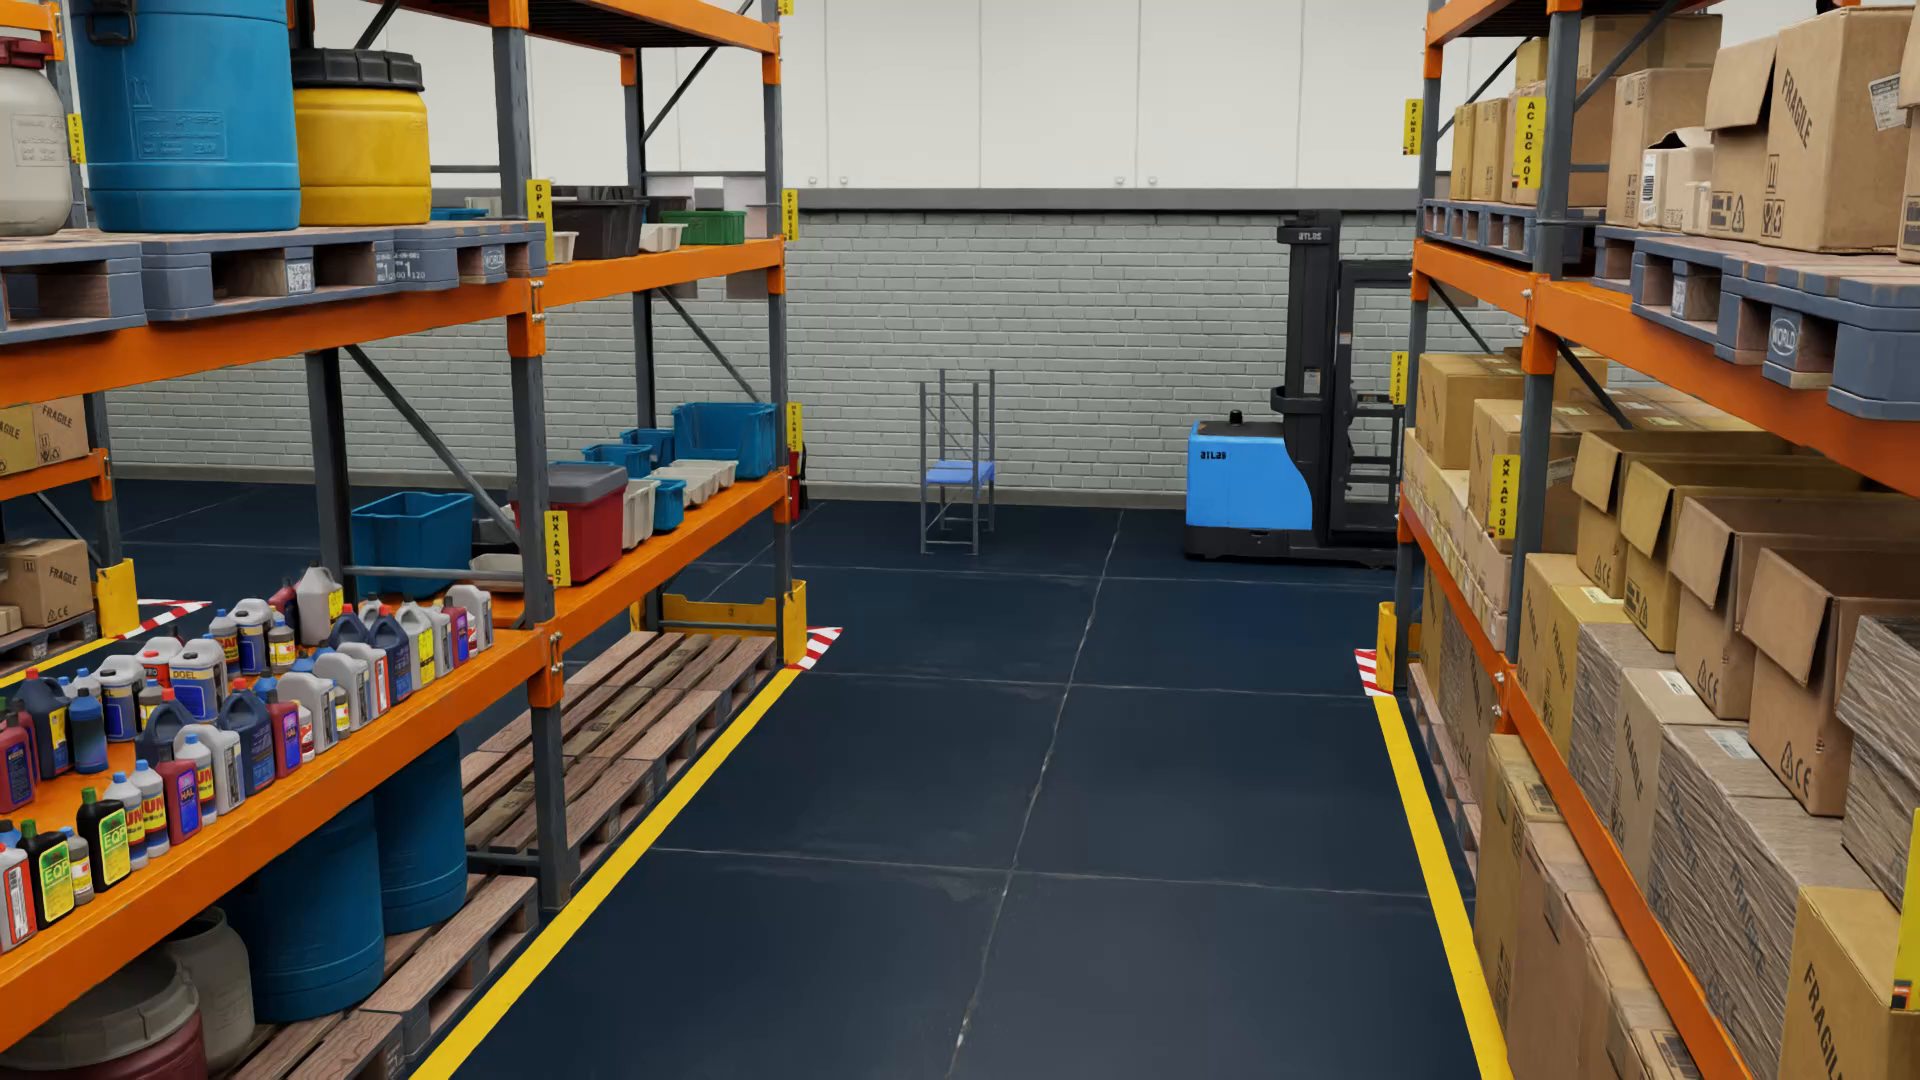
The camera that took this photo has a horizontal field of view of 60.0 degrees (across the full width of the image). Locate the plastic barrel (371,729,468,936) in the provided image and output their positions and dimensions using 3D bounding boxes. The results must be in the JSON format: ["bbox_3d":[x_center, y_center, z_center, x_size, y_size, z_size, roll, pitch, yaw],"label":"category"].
[{"bbox_3d":[-2.351,1.086,6.820,0.600,0.901,0.708,2,12,9],"label":"plastic barrel"}]

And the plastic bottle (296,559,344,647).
[{"bbox_3d":[-2.631,0.248,6.841,0.144,0.351,0.185,2,12,9],"label":"plastic bottle"}]

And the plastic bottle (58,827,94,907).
[{"bbox_3d":[-2.343,0.855,4.376,0.097,0.201,0.097,0,12,0],"label":"plastic bottle"}]

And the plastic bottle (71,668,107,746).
[{"bbox_3d":[-2.921,0.564,5.563,0.097,0.271,0.097,0,12,0],"label":"plastic bottle"}]

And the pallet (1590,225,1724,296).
[{"bbox_3d":[2.552,-0.867,5.232,0.805,0.209,1.217,1,12,6],"label":"pallet"}]

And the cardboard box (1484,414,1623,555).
[{"bbox_3d":[2.450,-0.230,6.811,0.500,0.500,0.500,2,12,10],"label":"cardboard box"}]

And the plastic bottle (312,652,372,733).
[{"bbox_3d":[-2.146,0.515,5.779,0.152,0.276,0.135,2,12,9],"label":"plastic bottle"}]

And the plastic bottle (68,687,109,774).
[{"bbox_3d":[-2.808,0.609,5.353,0.097,0.271,0.097,0,12,0],"label":"plastic bottle"}]

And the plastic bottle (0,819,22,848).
[{"bbox_3d":[-2.423,0.847,4.249,0.097,0.271,0.097,0,12,0],"label":"plastic bottle"}]

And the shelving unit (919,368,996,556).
[{"bbox_3d":[-0.013,-0.715,14.753,0.538,1.500,1.048,2,12,9],"label":"shelving unit"}]

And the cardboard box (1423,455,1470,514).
[{"bbox_3d":[2.764,-0.288,8.858,0.500,0.250,0.500,1,12,7],"label":"cardboard box"}]

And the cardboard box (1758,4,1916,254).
[{"bbox_3d":[2.097,-0.887,3.634,0.500,0.500,0.500,3,12,12],"label":"cardboard box"}]

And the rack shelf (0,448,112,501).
[{"bbox_3d":[-6.836,-0.073,9.922,1.077,0.370,4.000,2,12,9],"label":"rack shelf"}]

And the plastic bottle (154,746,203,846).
[{"bbox_3d":[-2.257,0.724,4.793,0.061,0.283,0.133,2,12,9],"label":"plastic bottle"}]

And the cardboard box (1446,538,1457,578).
[{"bbox_3d":[2.564,0.094,8.033,0.380,0.149,0.250,2,12,8],"label":"cardboard box"}]

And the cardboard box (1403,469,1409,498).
[{"bbox_3d":[2.878,-0.334,10.018,0.380,0.149,0.250,2,12,9],"label":"cardboard box"}]

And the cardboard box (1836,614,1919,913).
[{"bbox_3d":[2.157,0.455,3.145,0.797,0.503,0.637,2,12,11],"label":"cardboard box"}]

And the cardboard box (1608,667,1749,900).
[{"bbox_3d":[2.098,0.668,4.535,0.500,0.500,0.500,2,12,10],"label":"cardboard box"}]

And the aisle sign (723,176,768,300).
[{"bbox_3d":[-1.334,-1.956,10.781,0.394,0.787,0.004,2,12,9],"label":"aisle sign"}]

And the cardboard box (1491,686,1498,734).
[{"bbox_3d":[2.825,1.012,7.226,0.875,0.875,0.875,2,12,9],"label":"cardboard box"}]

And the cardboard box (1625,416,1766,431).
[{"bbox_3d":[2.970,-0.217,6.751,0.500,0.500,0.500,2,12,9],"label":"cardboard box"}]

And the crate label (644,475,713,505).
[{"bbox_3d":[-1.659,-0.286,9.685,0.396,0.136,0.243,2,12,9],"label":"crate label"}]

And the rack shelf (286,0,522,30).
[{"bbox_3d":[-2.558,-1.817,4.720,1.077,0.370,4.000,2,12,9],"label":"rack shelf"}]

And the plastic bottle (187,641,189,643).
[{"bbox_3d":[-2.829,0.474,6.147,0.097,0.201,0.097,0,12,0],"label":"plastic bottle"}]

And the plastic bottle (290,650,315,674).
[{"bbox_3d":[-2.272,0.517,5.781,0.097,0.271,0.097,0,12,0],"label":"plastic bottle"}]

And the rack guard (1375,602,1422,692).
[{"bbox_3d":[3.263,0.697,10.571,1.175,0.500,0.348,2,12,9],"label":"rack guard"}]

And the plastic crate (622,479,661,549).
[{"bbox_3d":[-1.833,-0.131,8.619,0.437,0.282,0.530,2,12,9],"label":"plastic crate"}]

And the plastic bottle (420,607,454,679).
[{"bbox_3d":[-2.047,0.382,6.397,0.152,0.276,0.135,2,12,9],"label":"plastic bottle"}]

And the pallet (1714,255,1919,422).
[{"bbox_3d":[2.075,-0.364,2.891,1.213,0.211,1.003,2,12,11],"label":"pallet"}]

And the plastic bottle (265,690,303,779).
[{"bbox_3d":[-2.172,0.609,5.324,0.061,0.283,0.133,2,12,9],"label":"plastic bottle"}]

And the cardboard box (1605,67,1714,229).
[{"bbox_3d":[2.565,-1.286,5.488,0.700,0.500,0.500,2,12,10],"label":"cardboard box"}]

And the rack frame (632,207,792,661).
[{"bbox_3d":[-1.635,-0.680,11.029,1.000,3.000,0.127,2,12,9],"label":"rack frame"}]

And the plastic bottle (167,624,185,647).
[{"bbox_3d":[-2.865,0.457,6.030,0.061,0.283,0.133,2,12,9],"label":"plastic bottle"}]

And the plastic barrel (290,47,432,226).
[{"bbox_3d":[-2.190,-1.415,5.873,0.600,0.588,0.600,0,12,0],"label":"plastic barrel"}]

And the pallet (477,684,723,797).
[{"bbox_3d":[-1.990,1.107,9.357,1.003,0.211,1.213,2,12,9],"label":"pallet"}]

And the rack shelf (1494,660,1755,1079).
[{"bbox_3d":[2.336,1.081,4.565,1.077,0.370,4.000,2,12,9],"label":"rack shelf"}]

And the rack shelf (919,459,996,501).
[{"bbox_3d":[-0.013,-0.540,14.791,0.538,0.185,1.000,2,12,9],"label":"rack shelf"}]

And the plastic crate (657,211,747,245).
[{"bbox_3d":[-1.504,-1.828,9.740,0.450,0.188,0.336,2,12,9],"label":"plastic crate"}]

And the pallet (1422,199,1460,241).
[{"bbox_3d":[3.155,-1.788,9.260,1.003,0.211,1.213,2,12,9],"label":"pallet"}]

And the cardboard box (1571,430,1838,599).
[{"bbox_3d":[2.554,-0.093,5.687,0.797,0.503,0.637,2,12,7],"label":"cardboard box"}]

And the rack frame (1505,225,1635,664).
[{"bbox_3d":[2.644,0.313,6.421,1.000,3.000,0.127,2,12,9],"label":"rack frame"}]

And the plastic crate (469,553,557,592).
[{"bbox_3d":[-2.037,0.160,7.615,0.396,0.136,0.243,2,12,9],"label":"plastic crate"}]

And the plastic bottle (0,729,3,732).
[{"bbox_3d":[-2.983,0.642,5.013,0.144,0.351,0.185,2,12,9],"label":"plastic bottle"}]

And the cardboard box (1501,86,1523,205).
[{"bbox_3d":[2.792,-1.733,7.323,0.700,0.500,0.500,3,12,12],"label":"cardboard box"}]

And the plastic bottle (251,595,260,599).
[{"bbox_3d":[-2.763,0.351,6.552,0.097,0.271,0.097,0,12,0],"label":"plastic bottle"}]

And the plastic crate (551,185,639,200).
[{"bbox_3d":[-2.141,-1.807,9.285,0.504,0.338,0.767,2,12,9],"label":"plastic crate"}]

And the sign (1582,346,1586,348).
[{"bbox_3d":[3.793,-1.181,10.043,0.100,0.325,0.005,2,12,9],"label":"sign"}]

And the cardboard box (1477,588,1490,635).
[{"bbox_3d":[2.407,0.308,7.040,0.380,0.149,0.250,2,12,10],"label":"cardboard box"}]

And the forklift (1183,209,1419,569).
[{"bbox_3d":[3.477,-1.303,14.081,3.031,2.935,1.130,2,12,10],"label":"forklift"}]

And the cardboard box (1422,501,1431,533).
[{"bbox_3d":[2.722,-0.120,9.025,0.380,0.149,0.250,2,12,8],"label":"cardboard box"}]

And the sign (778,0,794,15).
[{"bbox_3d":[-1.089,-3.441,10.364,0.100,0.325,0.005,2,12,9],"label":"sign"}]

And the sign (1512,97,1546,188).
[{"bbox_3d":[2.095,-1.462,6.124,0.100,0.325,0.005,2,12,9],"label":"sign"}]

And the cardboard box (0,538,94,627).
[{"bbox_3d":[-6.369,0.287,11.432,0.500,0.500,0.500,2,12,9],"label":"cardboard box"}]

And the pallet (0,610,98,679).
[{"bbox_3d":[-6.662,0.704,11.228,1.003,0.211,1.213,2,12,9],"label":"pallet"}]

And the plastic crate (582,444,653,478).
[{"bbox_3d":[-2.099,-0.450,10.216,0.416,0.233,0.300,2,12,9],"label":"plastic crate"}]

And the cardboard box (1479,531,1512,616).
[{"bbox_3d":[2.453,0.140,6.871,0.500,0.250,0.500,2,12,8],"label":"cardboard box"}]

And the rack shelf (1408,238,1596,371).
[{"bbox_3d":[2.952,-1.218,8.113,1.077,0.370,4.000,2,12,9],"label":"rack shelf"}]
